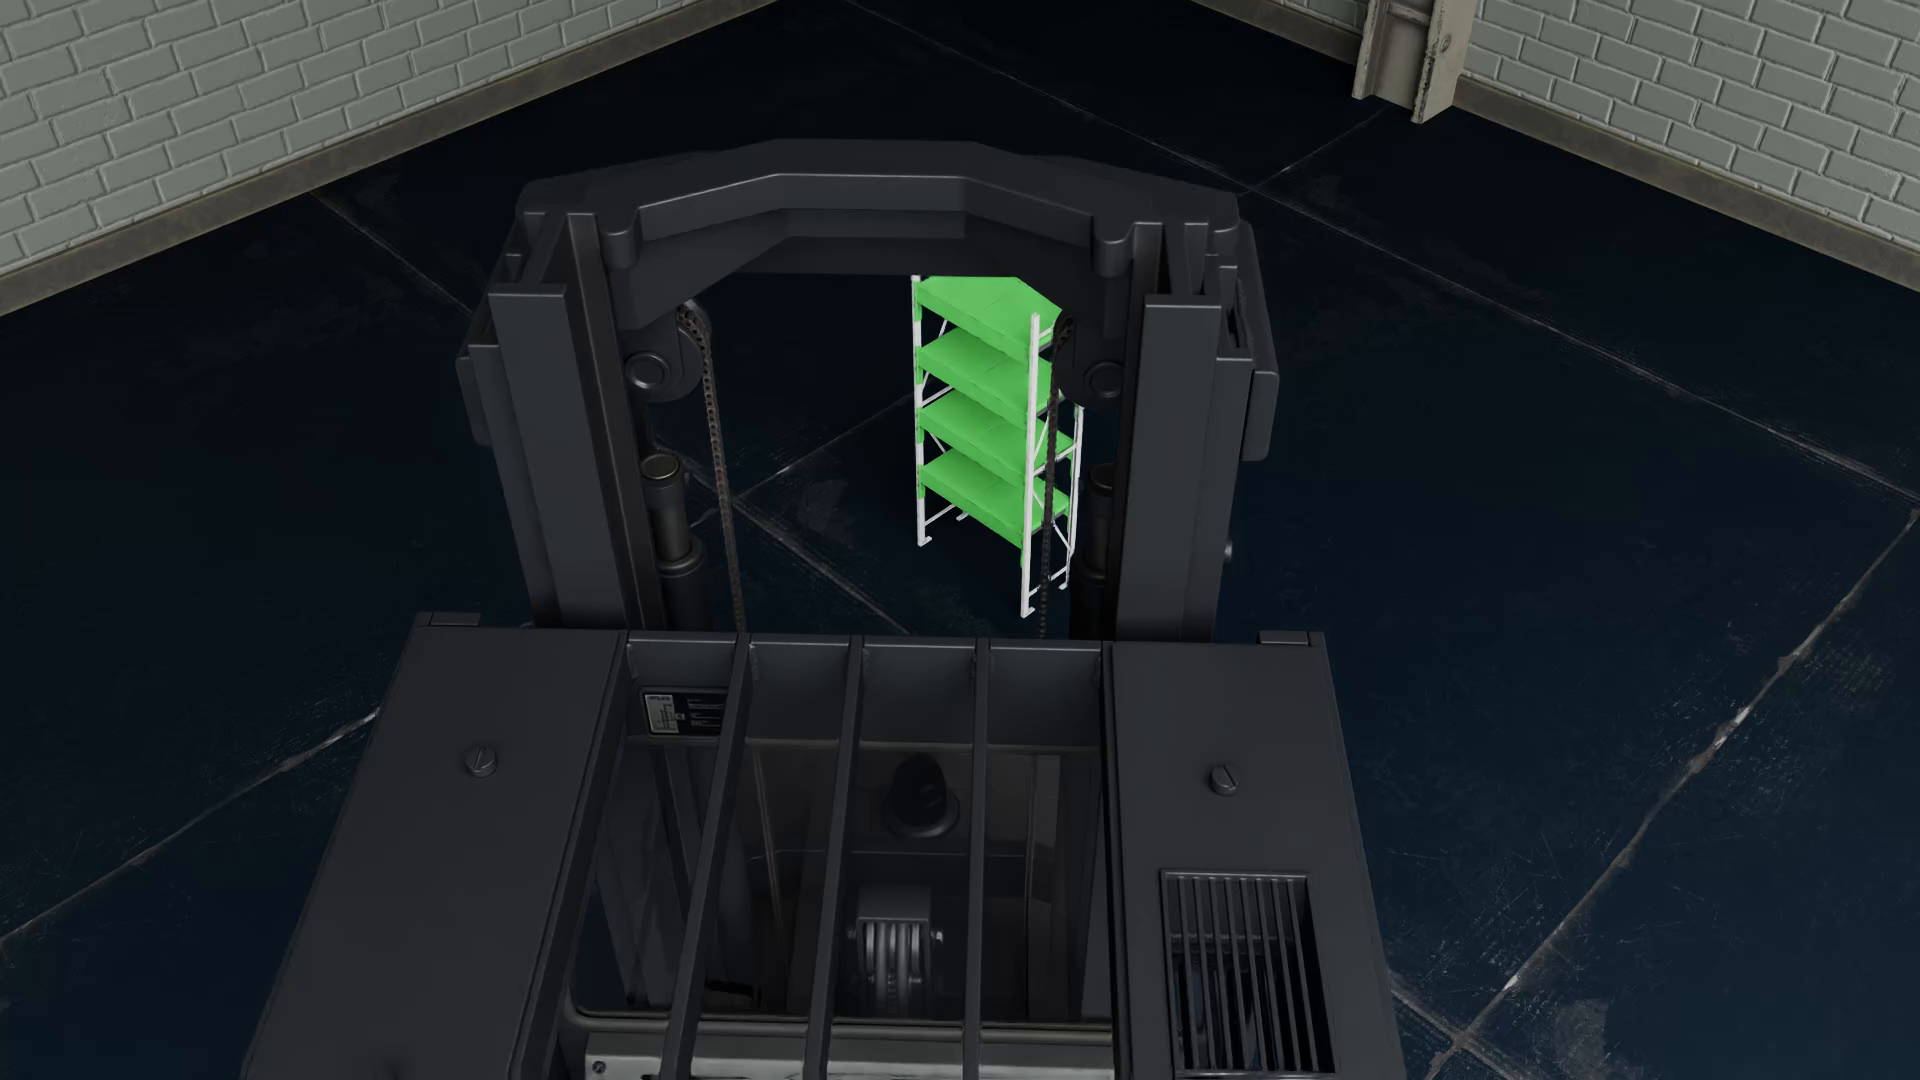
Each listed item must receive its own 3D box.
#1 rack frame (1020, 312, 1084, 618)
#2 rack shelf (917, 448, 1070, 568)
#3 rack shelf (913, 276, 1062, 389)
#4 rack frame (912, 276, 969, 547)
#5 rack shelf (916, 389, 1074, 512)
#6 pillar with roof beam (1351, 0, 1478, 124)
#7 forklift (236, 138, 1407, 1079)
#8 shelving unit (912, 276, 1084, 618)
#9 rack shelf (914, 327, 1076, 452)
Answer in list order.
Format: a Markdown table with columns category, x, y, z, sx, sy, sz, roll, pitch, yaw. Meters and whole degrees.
| category | x | y | z | sx | sy | sz | roll | pitch | yaw |
| --- | --- | --- | --- | --- | --- | --- | --- | --- | --- |
| rack frame | 0.289 | -0.244 | 5.130 | 0.240 | 1.200 | 0.015 | -34 | 53 | -31 |
| rack shelf | 0.117 | -0.138 | 5.463 | 0.258 | 0.148 | 0.480 | -34 | 53 | -31 |
| rack shelf | 0.117 | -0.667 | 4.974 | 0.258 | 0.148 | 0.480 | -34 | 53 | -31 |
| rack frame | -0.055 | -0.478 | 5.384 | 0.240 | 1.200 | 0.015 | -34 | 53 | -31 |
| rack shelf | 0.117 | -0.314 | 5.300 | 0.258 | 0.148 | 0.480 | -34 | 53 | -31 |
| pillar with roof beam | -0.900 | -3.380 | 2.777 | 9.100 | 9.000 | 0.400 | -34 | 53 | -31 |
| forklift | -0.119 | 1.058 | 2.446 | 1.130 | 2.935 | 3.031 | 1 | 43 | 1 |
| shelving unit | 0.117 | -0.361 | 5.257 | 0.258 | 1.200 | 0.503 | -34 | 53 | -31 |
| rack shelf | 0.117 | -0.490 | 5.137 | 0.258 | 0.148 | 0.480 | -34 | 53 | -31 |
